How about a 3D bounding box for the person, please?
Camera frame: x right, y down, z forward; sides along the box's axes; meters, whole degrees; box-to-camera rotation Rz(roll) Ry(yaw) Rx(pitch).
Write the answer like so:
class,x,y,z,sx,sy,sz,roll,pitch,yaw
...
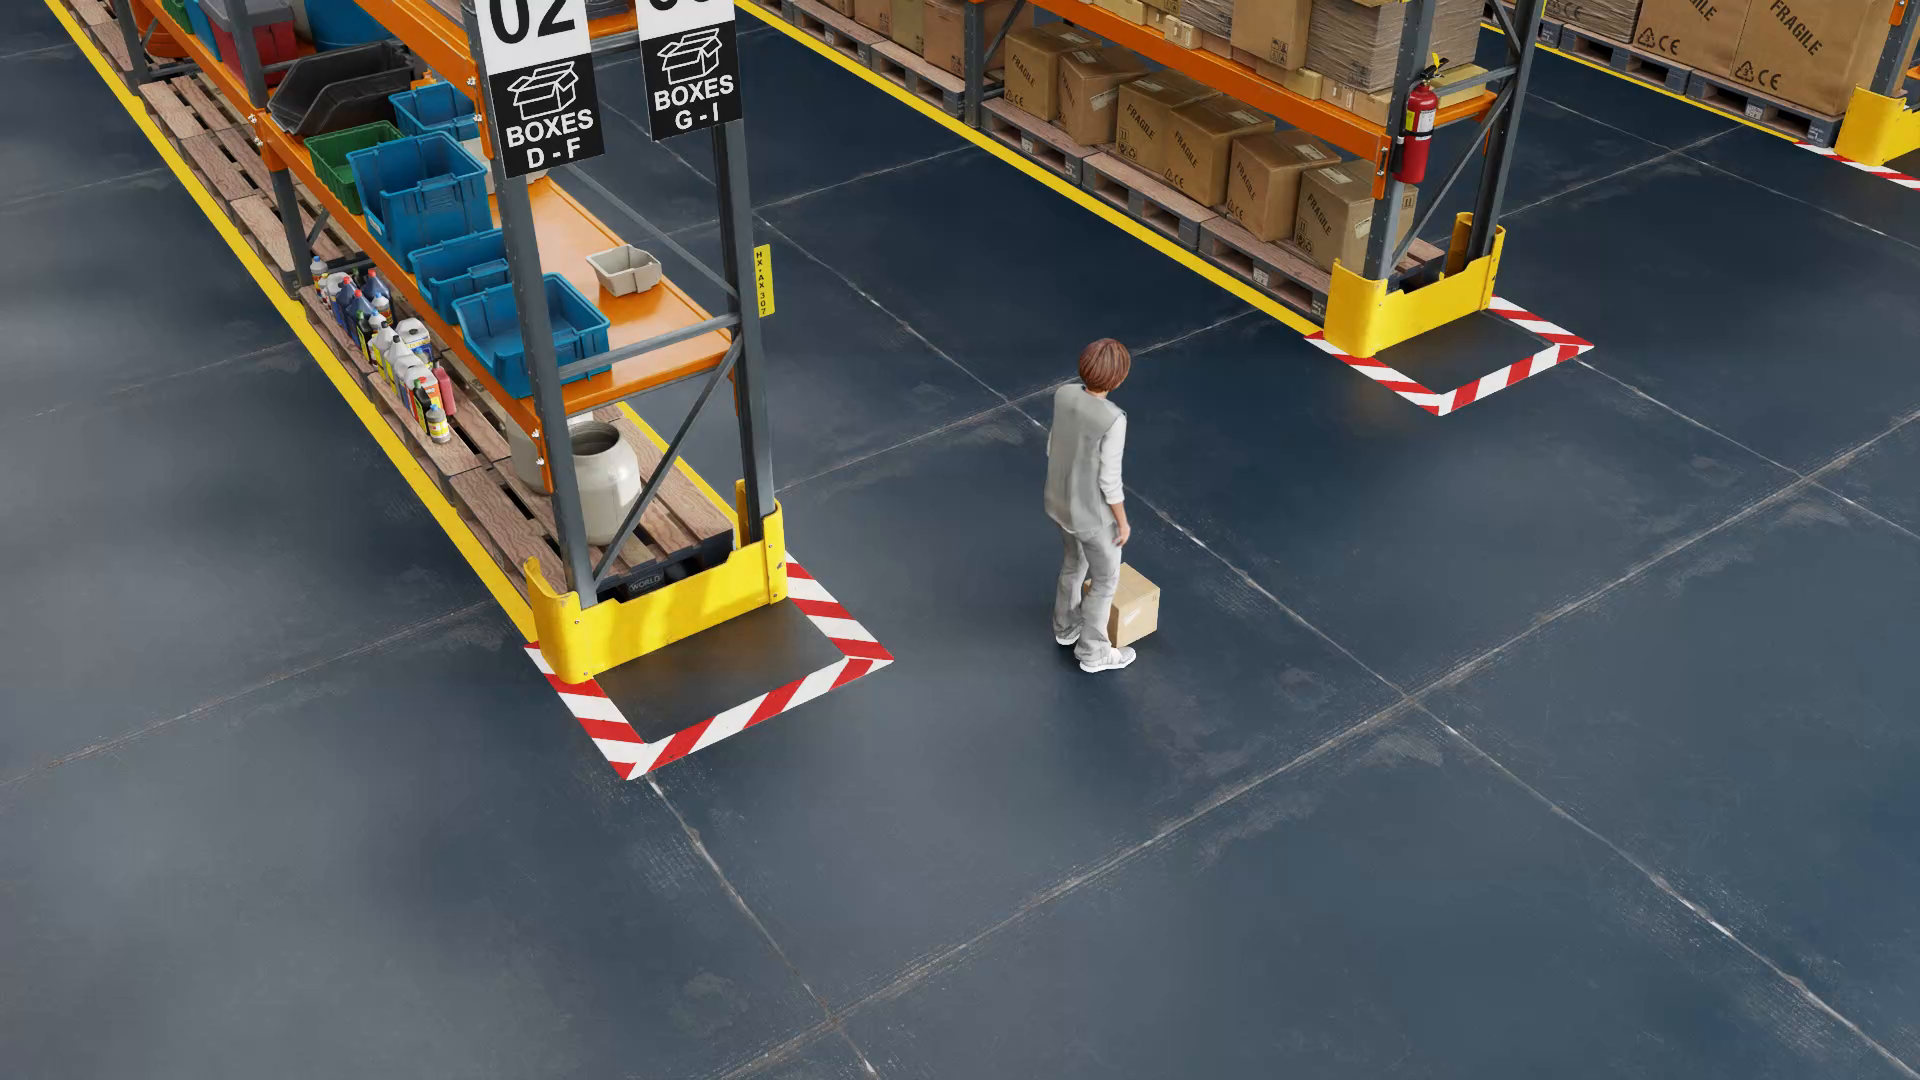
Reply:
class,x,y,z,sx,sy,sz,roll,pitch,yaw
person,0.562,-0.142,7.199,0.373,1.591,0.460,-24,43,-28
